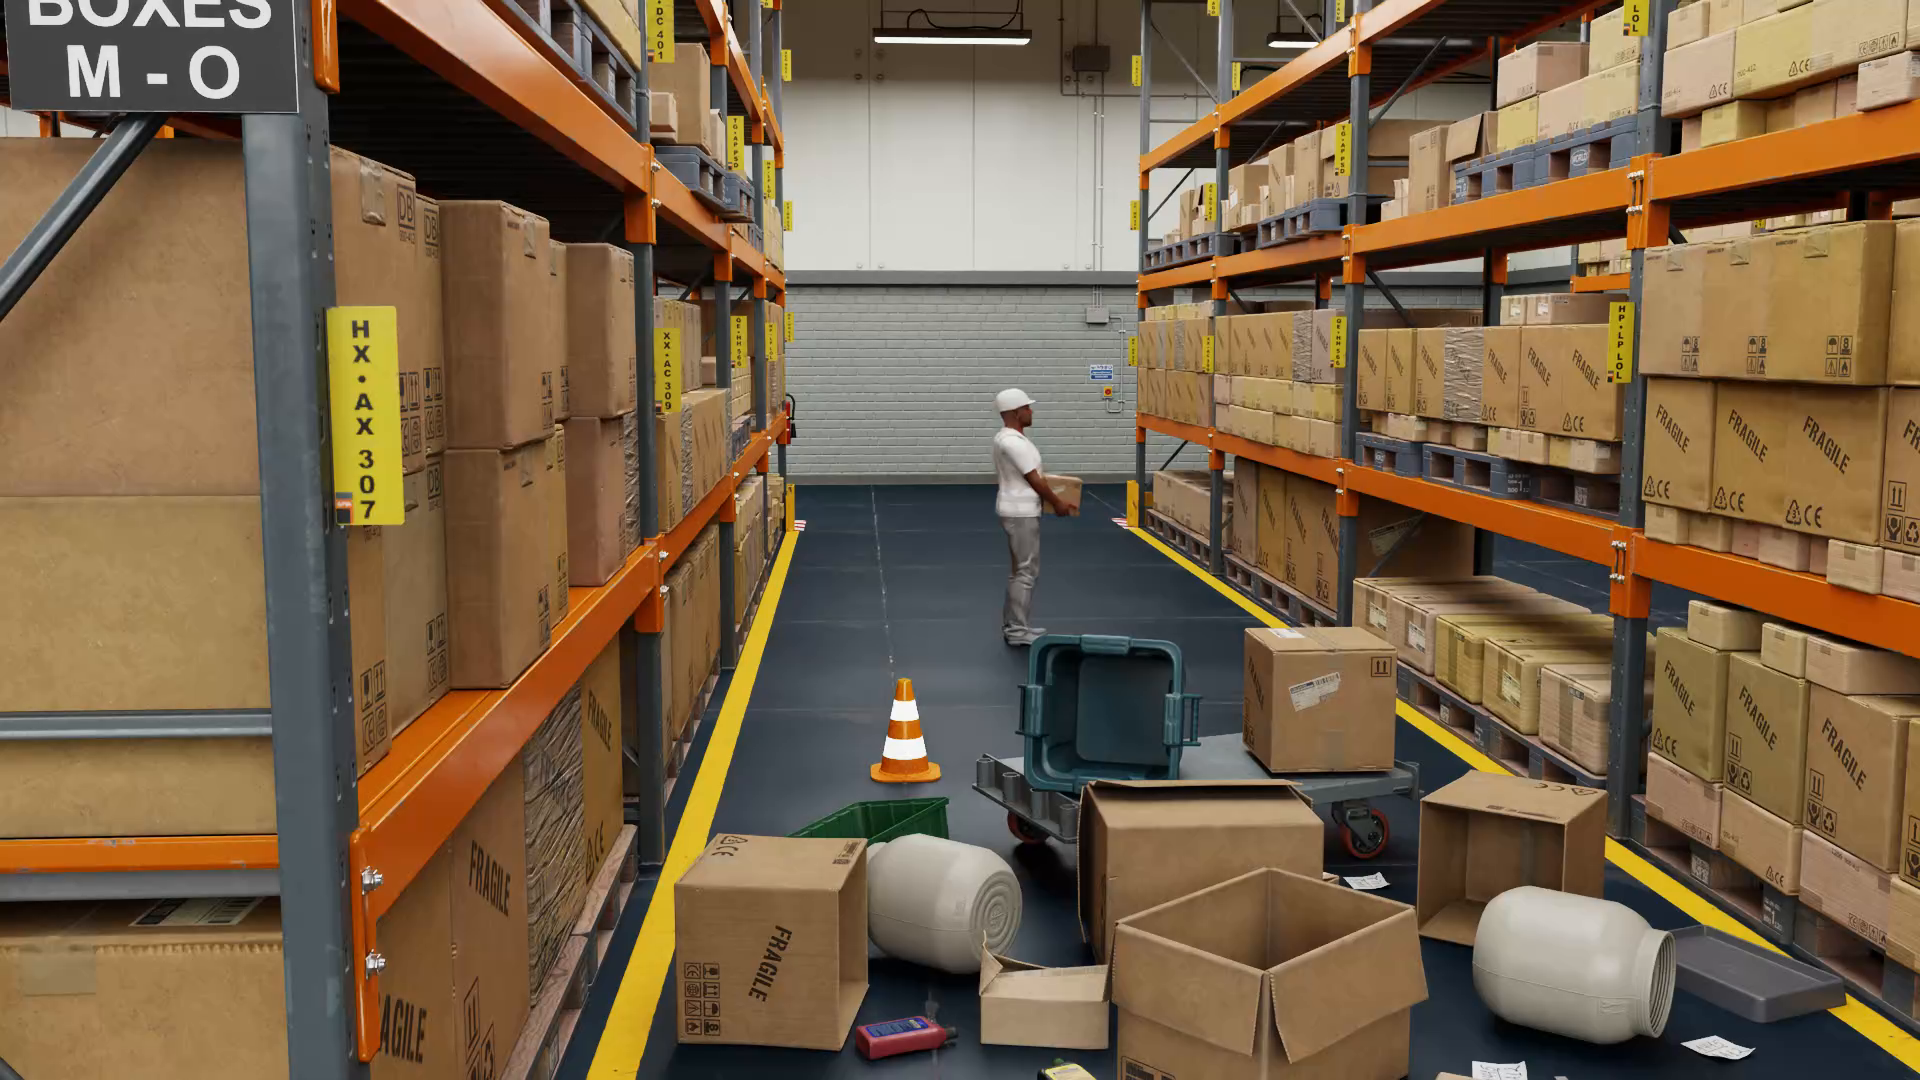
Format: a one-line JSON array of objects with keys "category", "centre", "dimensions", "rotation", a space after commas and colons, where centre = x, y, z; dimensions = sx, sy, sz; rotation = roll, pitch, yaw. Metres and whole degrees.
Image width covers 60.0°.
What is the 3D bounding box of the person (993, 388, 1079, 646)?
[{"category": "person", "centre": [0.517, -0.166, 11.544], "dimensions": [0.579, 1.765, 0.502], "rotation": [0, 7, -4]}]
